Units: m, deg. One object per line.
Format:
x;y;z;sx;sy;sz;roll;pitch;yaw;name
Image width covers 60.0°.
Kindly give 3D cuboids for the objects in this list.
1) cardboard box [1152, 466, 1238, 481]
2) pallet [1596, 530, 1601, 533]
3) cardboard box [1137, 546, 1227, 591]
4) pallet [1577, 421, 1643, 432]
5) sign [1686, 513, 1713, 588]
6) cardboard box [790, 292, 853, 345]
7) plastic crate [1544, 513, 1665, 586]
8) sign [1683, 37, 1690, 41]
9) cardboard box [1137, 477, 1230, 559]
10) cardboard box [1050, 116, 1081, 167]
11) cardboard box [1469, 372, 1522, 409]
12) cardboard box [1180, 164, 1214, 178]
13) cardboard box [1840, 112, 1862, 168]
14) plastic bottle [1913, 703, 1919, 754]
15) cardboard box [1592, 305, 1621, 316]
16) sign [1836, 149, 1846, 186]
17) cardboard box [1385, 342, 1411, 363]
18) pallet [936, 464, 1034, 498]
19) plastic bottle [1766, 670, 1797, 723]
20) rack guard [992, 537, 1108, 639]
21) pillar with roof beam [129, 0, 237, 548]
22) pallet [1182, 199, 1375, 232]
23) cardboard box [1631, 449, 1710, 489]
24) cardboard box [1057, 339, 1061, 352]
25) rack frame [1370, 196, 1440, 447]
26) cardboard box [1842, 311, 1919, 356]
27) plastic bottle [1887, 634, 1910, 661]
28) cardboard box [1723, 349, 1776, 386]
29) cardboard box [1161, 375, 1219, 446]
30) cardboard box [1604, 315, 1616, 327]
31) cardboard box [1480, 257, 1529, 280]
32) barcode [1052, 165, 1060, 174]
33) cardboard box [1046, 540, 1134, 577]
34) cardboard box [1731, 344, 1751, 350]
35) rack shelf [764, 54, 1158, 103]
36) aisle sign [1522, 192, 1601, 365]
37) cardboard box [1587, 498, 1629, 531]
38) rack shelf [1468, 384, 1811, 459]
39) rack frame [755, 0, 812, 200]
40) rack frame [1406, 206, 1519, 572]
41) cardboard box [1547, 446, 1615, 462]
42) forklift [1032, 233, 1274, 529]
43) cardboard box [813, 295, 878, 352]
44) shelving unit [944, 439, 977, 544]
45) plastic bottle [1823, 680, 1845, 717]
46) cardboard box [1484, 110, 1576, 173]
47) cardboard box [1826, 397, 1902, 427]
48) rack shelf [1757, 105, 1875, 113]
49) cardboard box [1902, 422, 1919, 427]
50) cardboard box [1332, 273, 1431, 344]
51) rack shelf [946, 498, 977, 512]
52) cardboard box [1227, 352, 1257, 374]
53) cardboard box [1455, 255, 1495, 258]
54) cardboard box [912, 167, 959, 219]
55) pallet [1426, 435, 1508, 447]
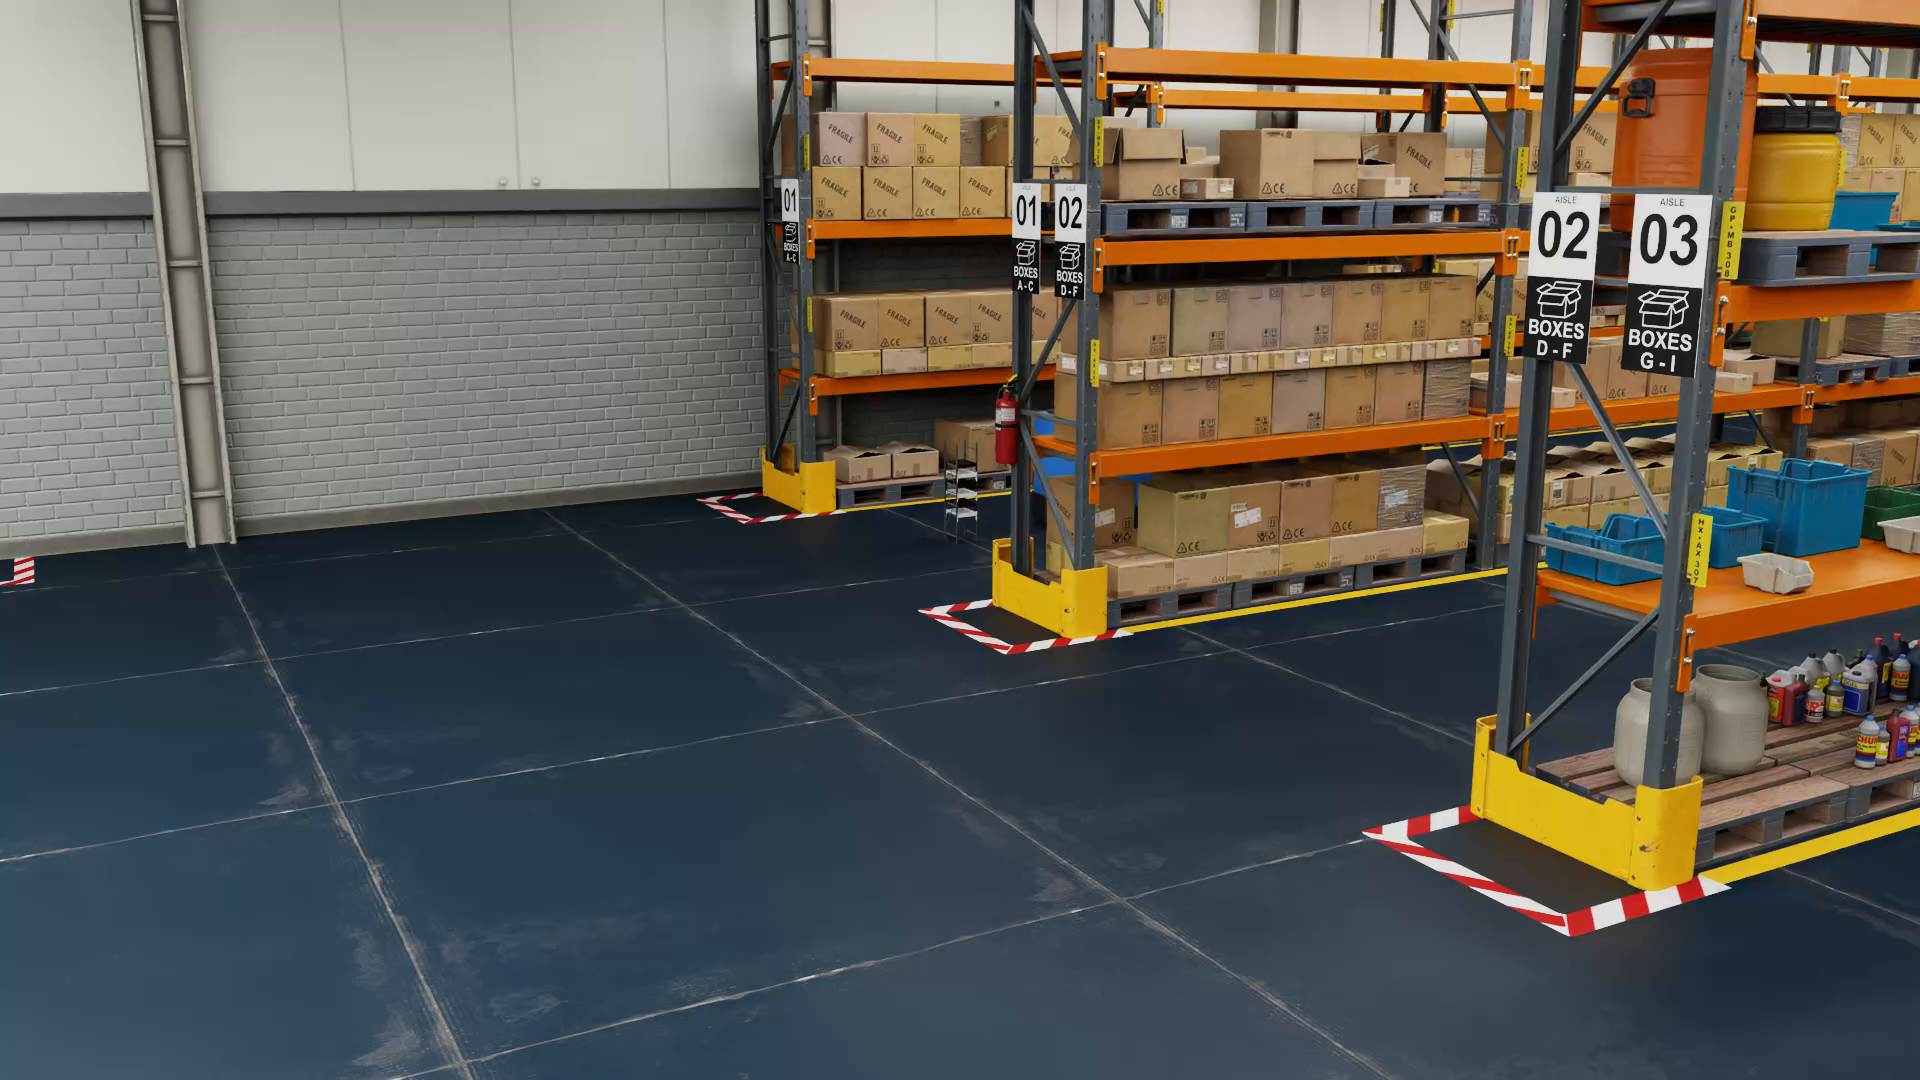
1.879;-0.332;13.350;0.500;0.500;0.500;-7;14;-28;cardboard box
5.891;-0.155;15.319;1.213;0.211;1.003;-7;14;-28;pallet
1.695;0.189;12.744;0.500;0.250;0.500;-7;14;-28;cardboard box
8.195;-1.641;21.922;1.213;0.211;1.003;-7;14;-28;pallet
3.310;0.046;7.444;0.005;0.325;0.100;-7;14;-28;sign
-1.385;-2.228;16.766;0.500;0.500;0.500;-7;14;-28;cardboard box
3.346;0.036;8.454;0.616;0.251;0.499;-7;14;-28;plastic crate
9.107;-6.415;20.812;0.005;0.325;0.100;-7;14;-28;sign
1.696;-0.177;12.660;0.500;0.500;0.500;-7;14;-28;cardboard box
1.026;-4.101;17.116;0.500;0.500;0.500;-6;14;-25;cardboard box
4.603;-1.289;14.345;0.500;0.250;0.500;-6;14;-24;cardboard box
1.565;-2.716;12.581;0.500;0.250;0.500;-7;14;-28;cardboard box
8.088;-3.767;15.679;0.500;0.500;0.500;-7;14;-28;cardboard box
5.180;1.013;8.987;0.097;0.271;0.097;0;13;0;plastic bottle
8.109;-3.148;21.316;0.500;0.500;0.500;-7;14;-27;cardboard box
7.961;-3.369;15.057;0.005;0.325;0.100;-7;14;-28;sign
3.379;-1.515;13.306;0.250;0.149;0.380;-7;14;-28;cardboard box
0.170;-0.689;17.689;1.213;0.211;1.003;-7;14;-28;pallet
4.687;0.889;9.527;0.135;0.276;0.152;-7;14;-27;plastic bottle
0.659;0.341;12.454;0.348;0.500;1.175;-7;14;-28;rack guard
-4.700;-3.541;10.349;0.400;9.000;9.100;-7;14;-28;pillar with roof beam
2.386;-2.500;12.754;1.213;0.211;1.003;-7;14;-28;pallet
6.463;-0.648;15.187;0.500;0.311;0.500;-7;14;-28;cardboard box
1.103;-2.033;17.609;0.500;0.250;0.500;-7;14;-28;cardboard box
5.325;-2.677;20.171;0.127;3.000;1.000;-7;14;-28;rack frame
9.095;-2.123;16.529;0.500;0.500;0.700;-4;13;-17;cardboard box
5.654;0.736;10.038;0.185;0.351;0.144;-6;14;-26;plastic bottle
7.362;-1.649;15.808;0.500;0.311;0.500;-6;14;-24;cardboard box
1.555;-1.032;12.637;0.500;0.500;0.700;-6;14;-26;cardboard box
8.216;-2.845;21.445;0.250;0.149;0.380;-6;14;-26;cardboard box
6.756;-3.354;20.523;0.500;0.250;0.500;-7;14;-27;cardboard box
0.714;-2.752;12.352;0.075;0.075;0.001;-7;14;-28;barcode
1.010;0.142;12.951;0.500;0.250;0.500;-7;14;-28;cardboard box
10.908;-2.672;23.411;0.250;0.149;0.380;-7;14;-27;cardboard box
0.059;-4.620;16.787;4.000;0.370;1.077;-7;14;-28;rack shelf
2.845;-1.244;7.883;0.004;0.787;0.394;-7;14;-28;aisle sign
5.567;-0.268;14.775;0.500;0.250;0.500;-7;15;-30;cardboard box
5.947;-1.161;15.075;4.000;0.370;1.077;-7;14;-28;rack shelf
-1.696;-4.762;15.773;0.127;3.000;1.000;-7;14;-28;rack frame
4.191;-1.302;14.061;0.127;3.000;1.000;-7;14;-28;rack frame
5.745;-0.697;15.402;0.500;0.311;0.500;-7;14;-29;cardboard box
2.242;-1.632;15.683;3.031;2.935;1.130;-6;14;-24;forklift
-1.133;-2.130;16.329;0.500;0.500;0.500;-7;14;-28;cardboard box
0.007;-0.440;15.014;0.210;0.900;0.258;-7;14;-28;shelving unit
5.048;0.912;9.598;0.097;0.201;0.097;0;13;0;plastic bottle
4.752;-3.320;13.874;0.500;0.500;0.500;-7;14;-27;cardboard box
9.354;-1.342;17.225;0.500;0.250;0.500;-7;15;-29;cardboard box
10.592;-5.689;22.440;4.000;0.370;1.077;-7;14;-28;rack shelf
10.039;-0.928;17.093;0.500;0.500;0.500;-7;14;-27;cardboard box
3.362;-1.882;13.457;0.500;0.500;0.700;-7;14;-28;cardboard box
0.007;-0.320;15.041;0.200;0.077;0.258;-7;14;-28;rack shelf
2.033;-1.355;12.592;0.250;0.149;0.380;-7;15;-30;cardboard box
6.507;-3.451;20.953;0.500;0.250;0.500;-7;15;-29;cardboard box
-0.341;-3.449;16.498;0.500;0.500;0.500;-6;14;-25;cardboard box
6.054;-1.385;20.781;1.213;0.211;1.003;-7;14;-28;pallet
